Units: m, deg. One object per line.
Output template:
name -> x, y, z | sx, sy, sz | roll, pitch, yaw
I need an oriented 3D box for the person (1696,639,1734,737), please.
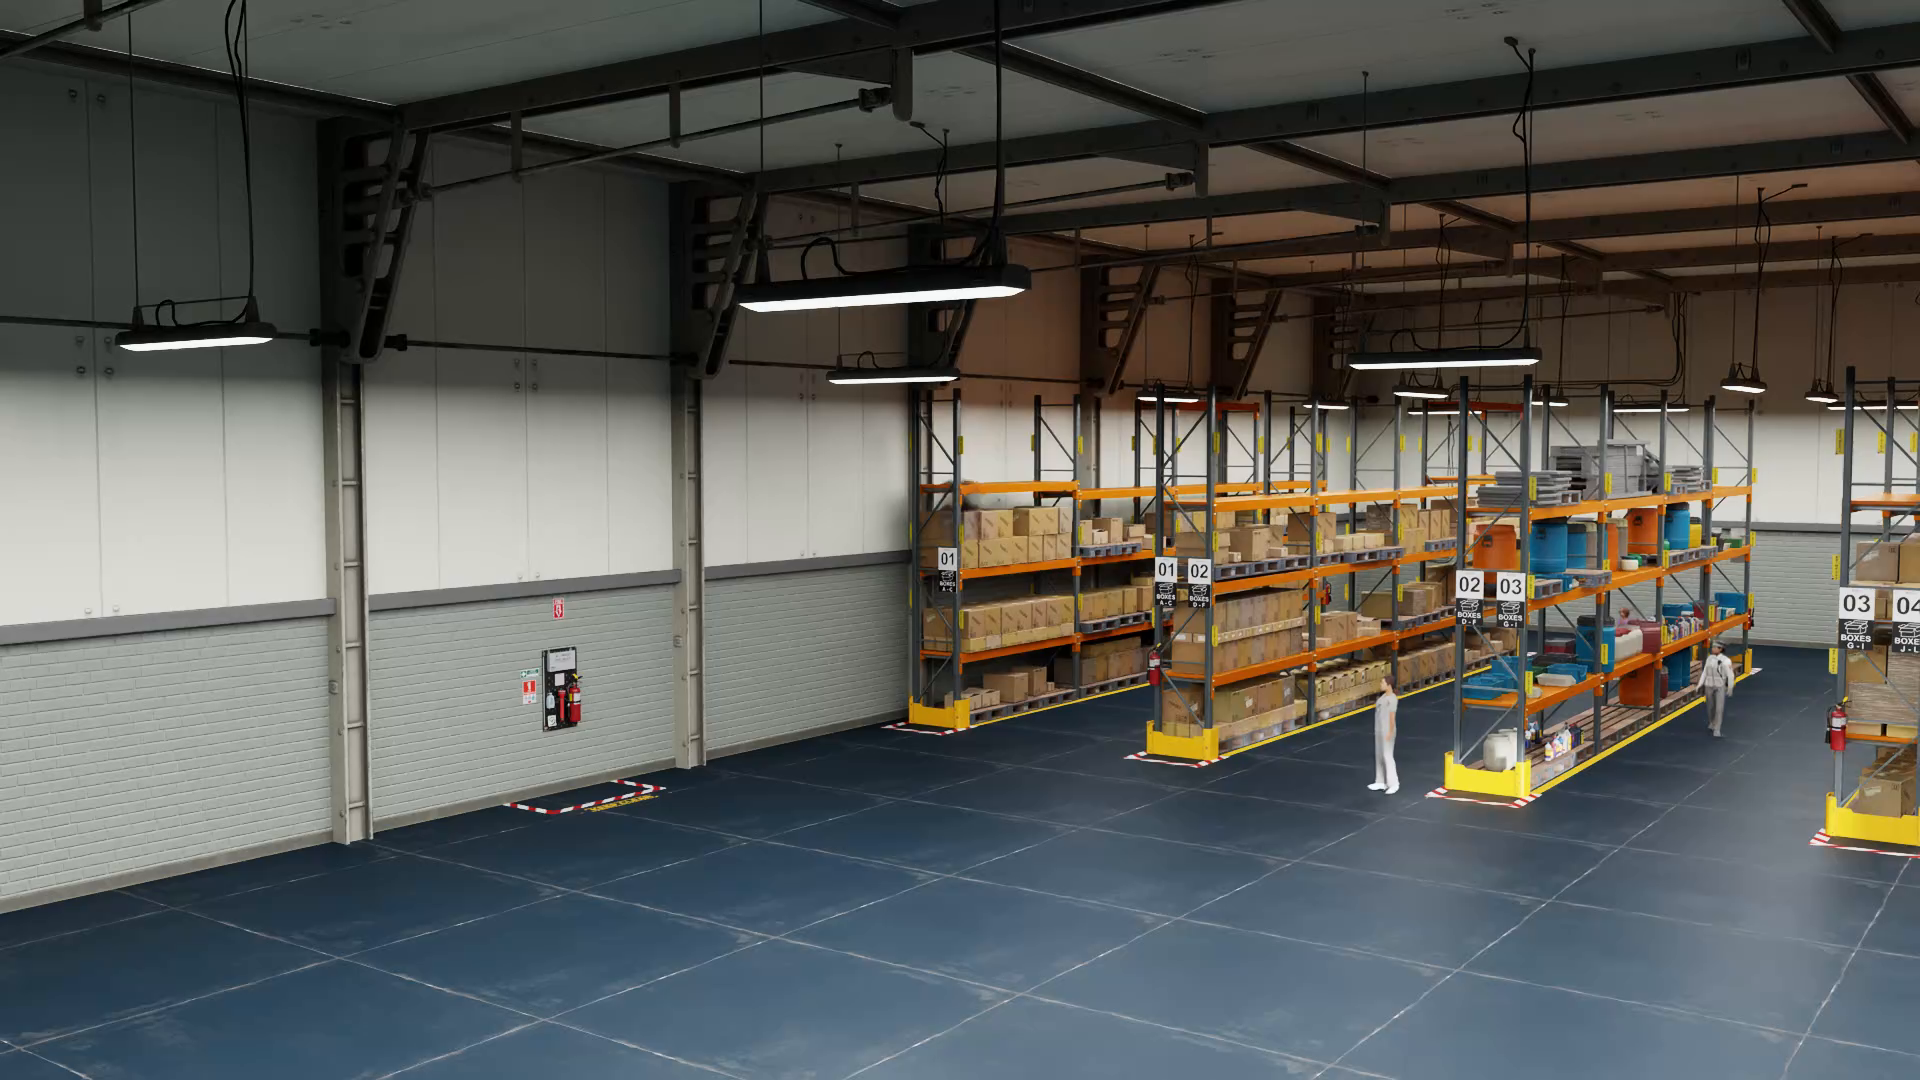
person -> 13.062, 2.532, 28.758 | 0.587, 1.643, 0.950 | 2, 4, 30

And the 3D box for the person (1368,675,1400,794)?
person -> 6.163, 2.817, 24.123 | 0.434, 1.722, 0.503 | -1, 3, -18

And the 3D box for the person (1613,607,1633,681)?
person -> 14.133, 2.211, 35.283 | 0.595, 1.544, 0.484 | -2, 4, -36
